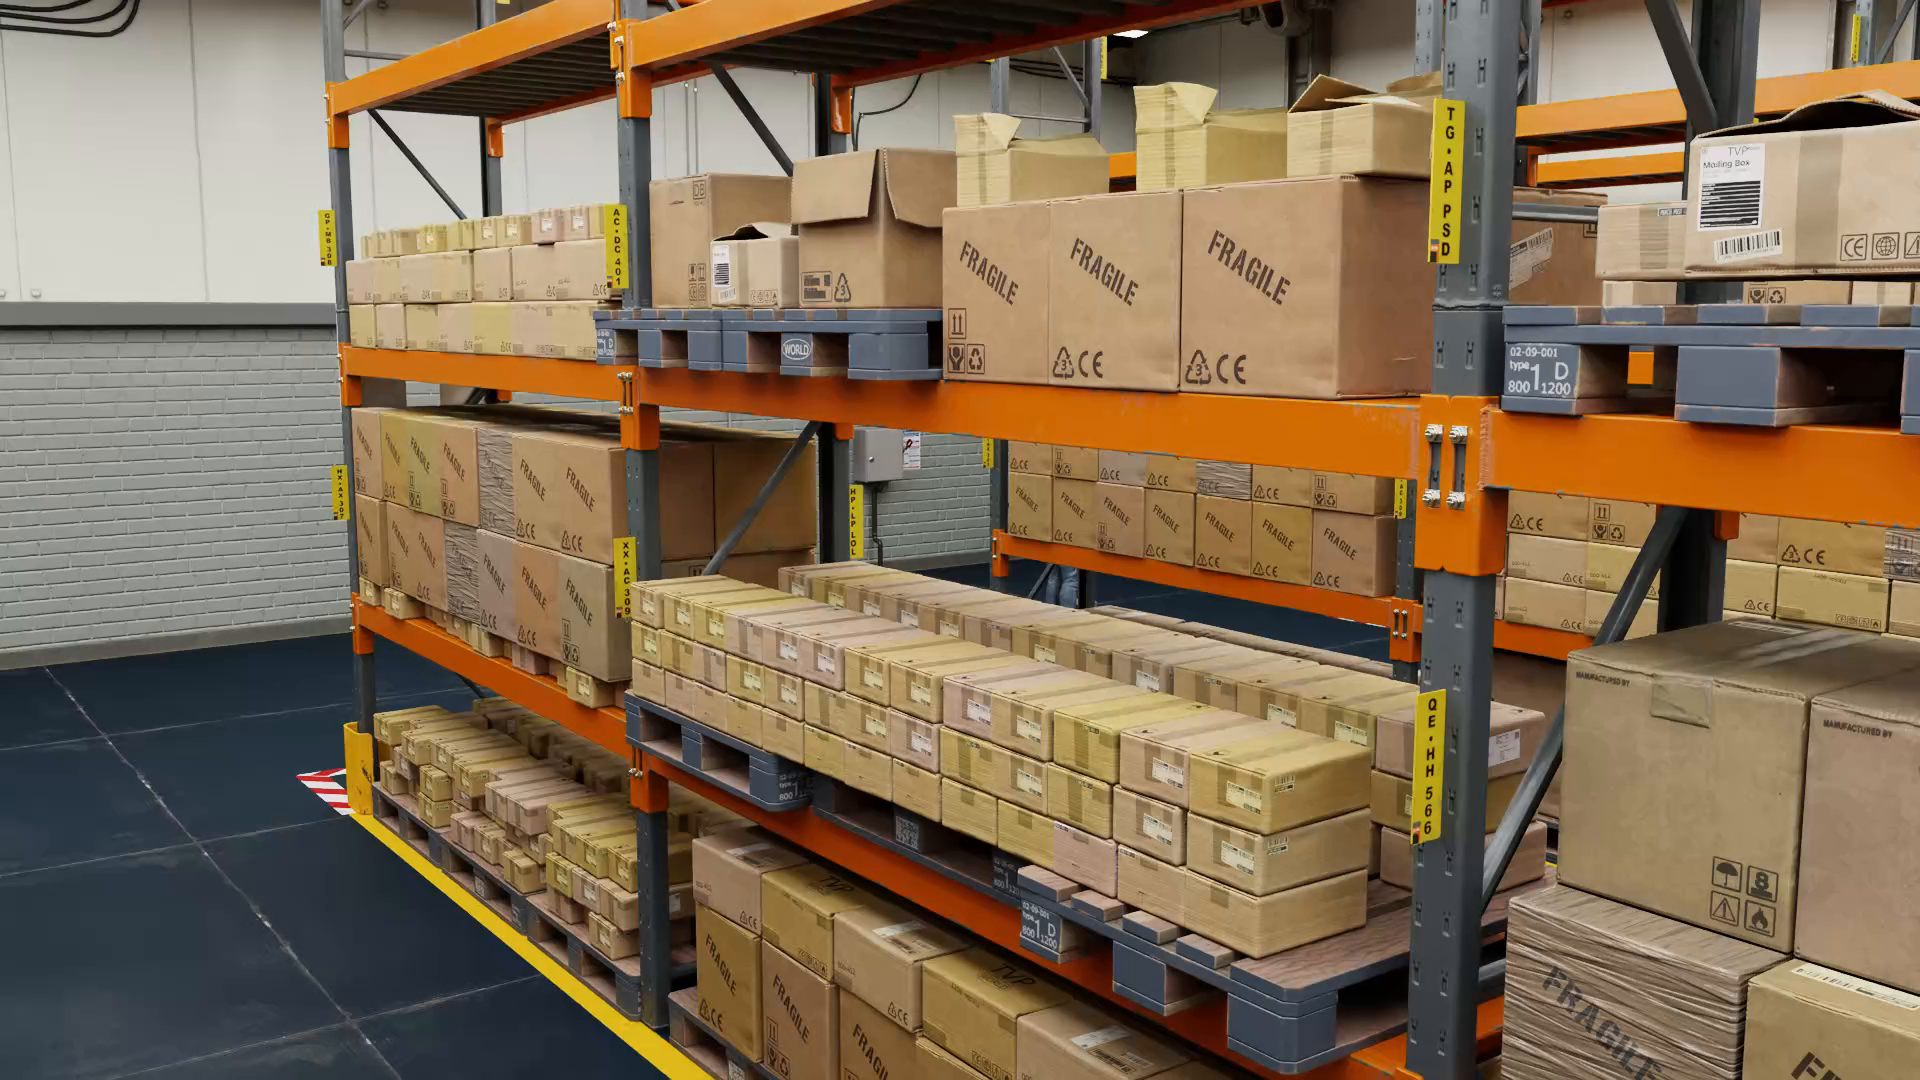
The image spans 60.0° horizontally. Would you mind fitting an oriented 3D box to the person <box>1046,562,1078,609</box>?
[{"bbox_3d":[0.969,-0.012,15.824,0.458,1.761,0.628,-6,10,-36],"label":"person"}]
